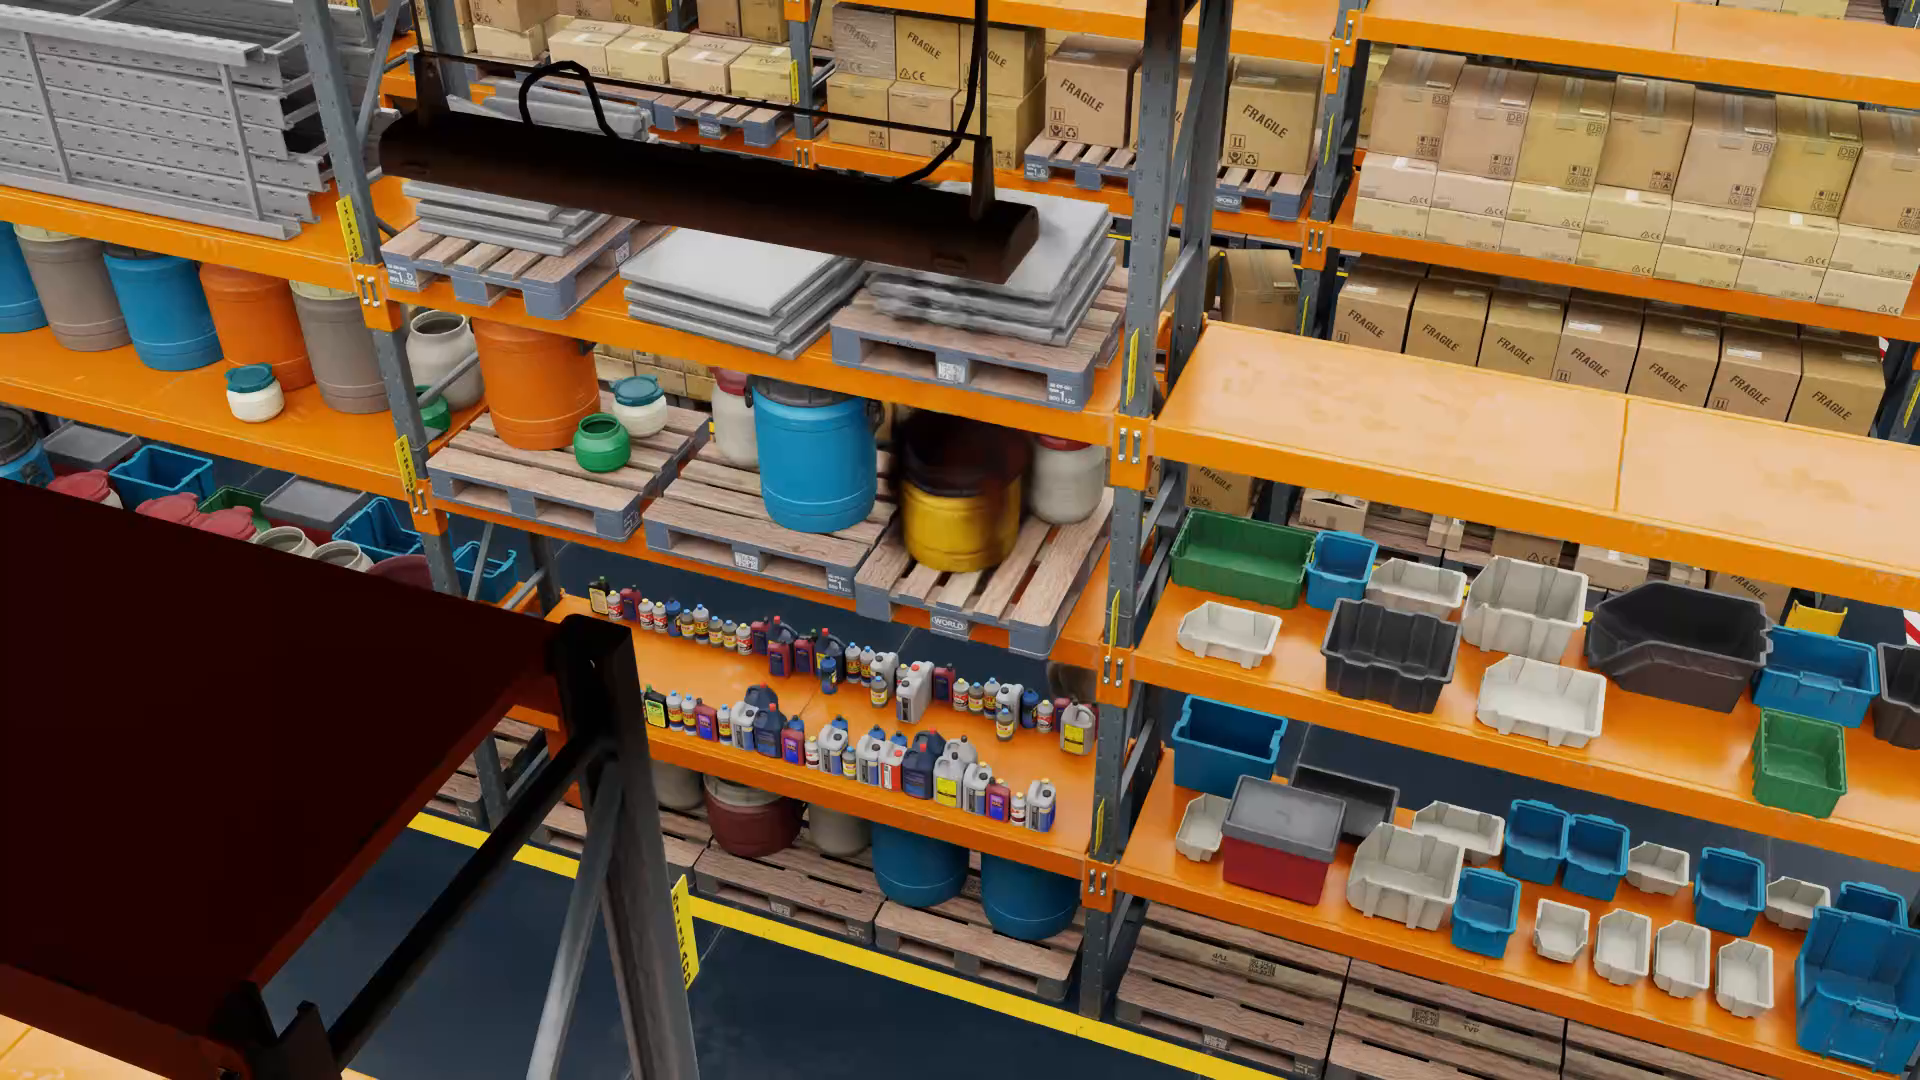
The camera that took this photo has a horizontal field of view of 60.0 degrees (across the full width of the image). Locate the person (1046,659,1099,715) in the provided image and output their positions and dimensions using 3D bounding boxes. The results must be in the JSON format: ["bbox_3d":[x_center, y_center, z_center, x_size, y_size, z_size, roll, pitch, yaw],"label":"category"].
[{"bbox_3d":[0.800,0.782,10.886,0.783,1.790,0.652,18,40,23],"label":"person"}]

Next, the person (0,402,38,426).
[{"bbox_3d":[-8.272,-1.629,14.245,0.533,1.636,0.573,-3,37,-5],"label":"person"}]
